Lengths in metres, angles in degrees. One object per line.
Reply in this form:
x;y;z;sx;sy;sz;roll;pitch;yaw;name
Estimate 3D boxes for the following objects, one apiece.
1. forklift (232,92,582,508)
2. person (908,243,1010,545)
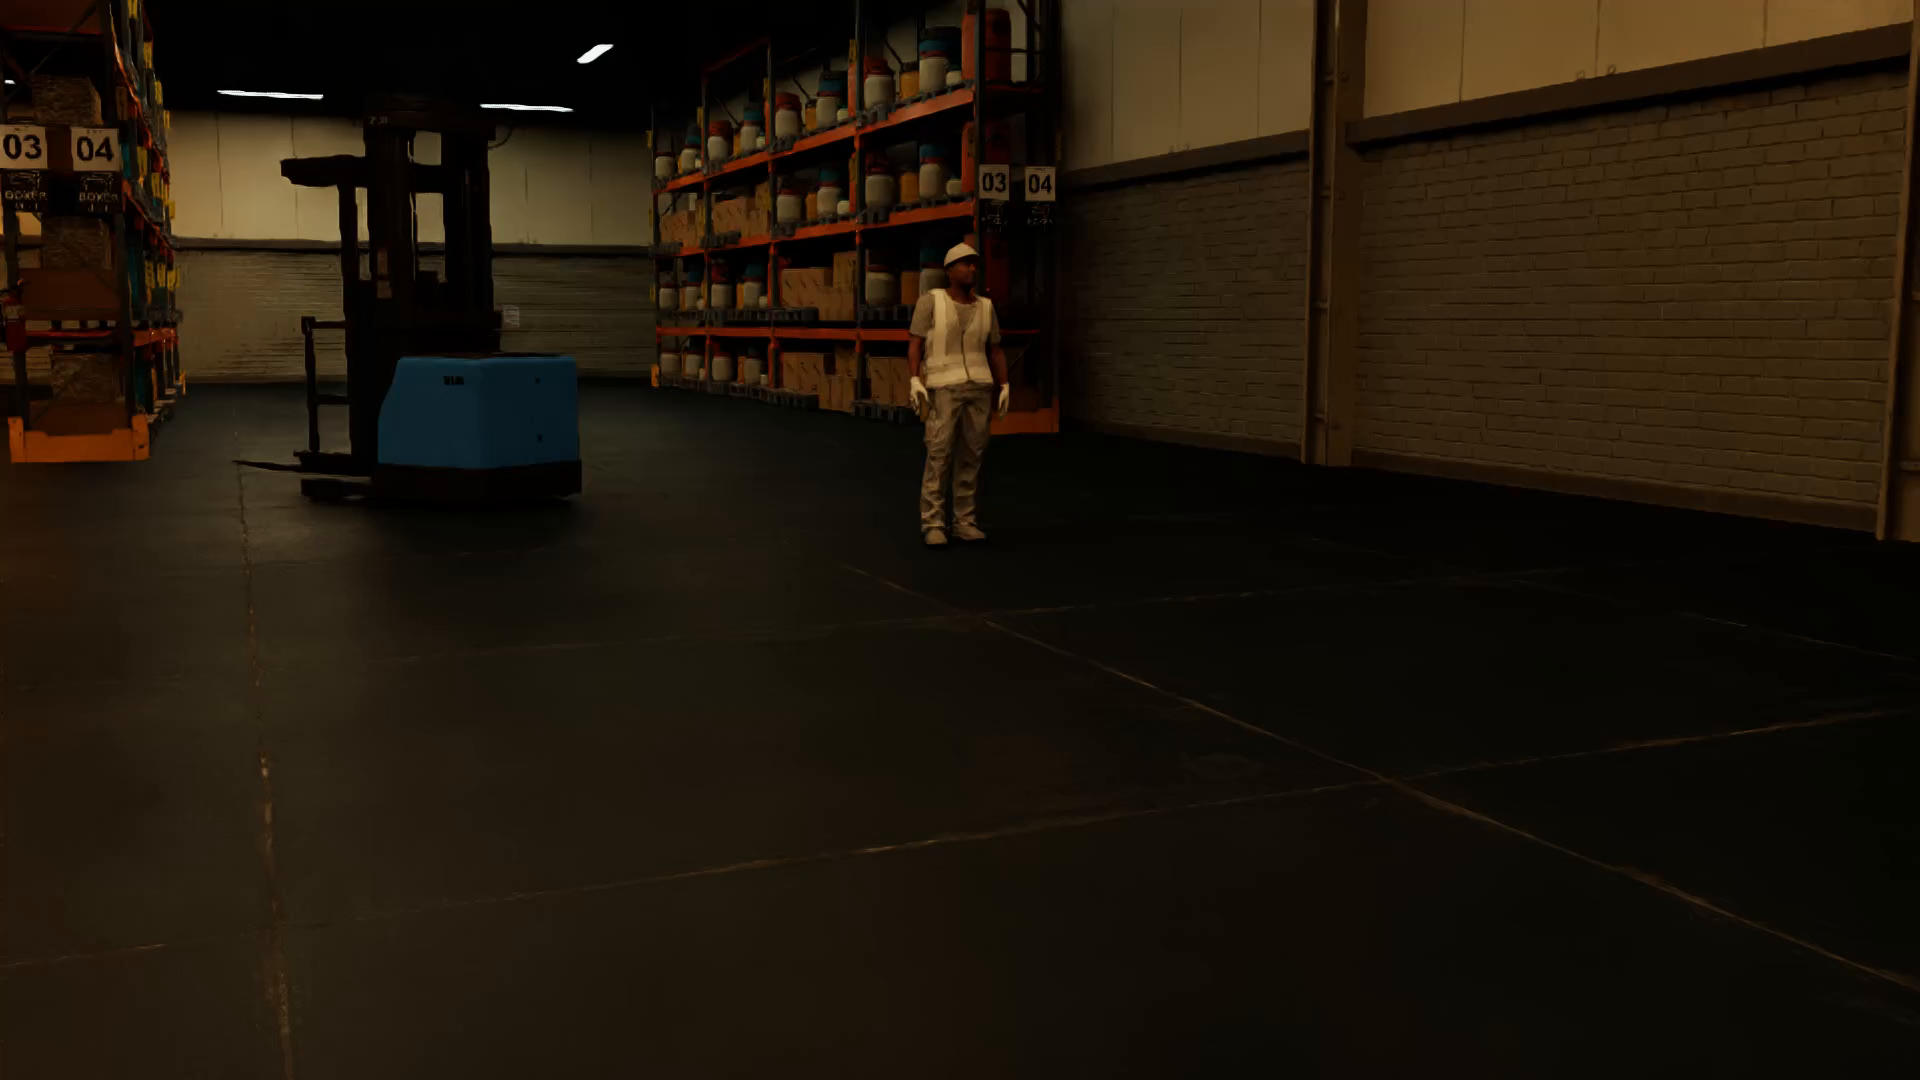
-4.327;-1.793;12.540;3.031;2.935;1.130;5;9;31;forklift
0.022;-0.882;9.968;0.655;1.782;0.576;-3;8;-23;person
